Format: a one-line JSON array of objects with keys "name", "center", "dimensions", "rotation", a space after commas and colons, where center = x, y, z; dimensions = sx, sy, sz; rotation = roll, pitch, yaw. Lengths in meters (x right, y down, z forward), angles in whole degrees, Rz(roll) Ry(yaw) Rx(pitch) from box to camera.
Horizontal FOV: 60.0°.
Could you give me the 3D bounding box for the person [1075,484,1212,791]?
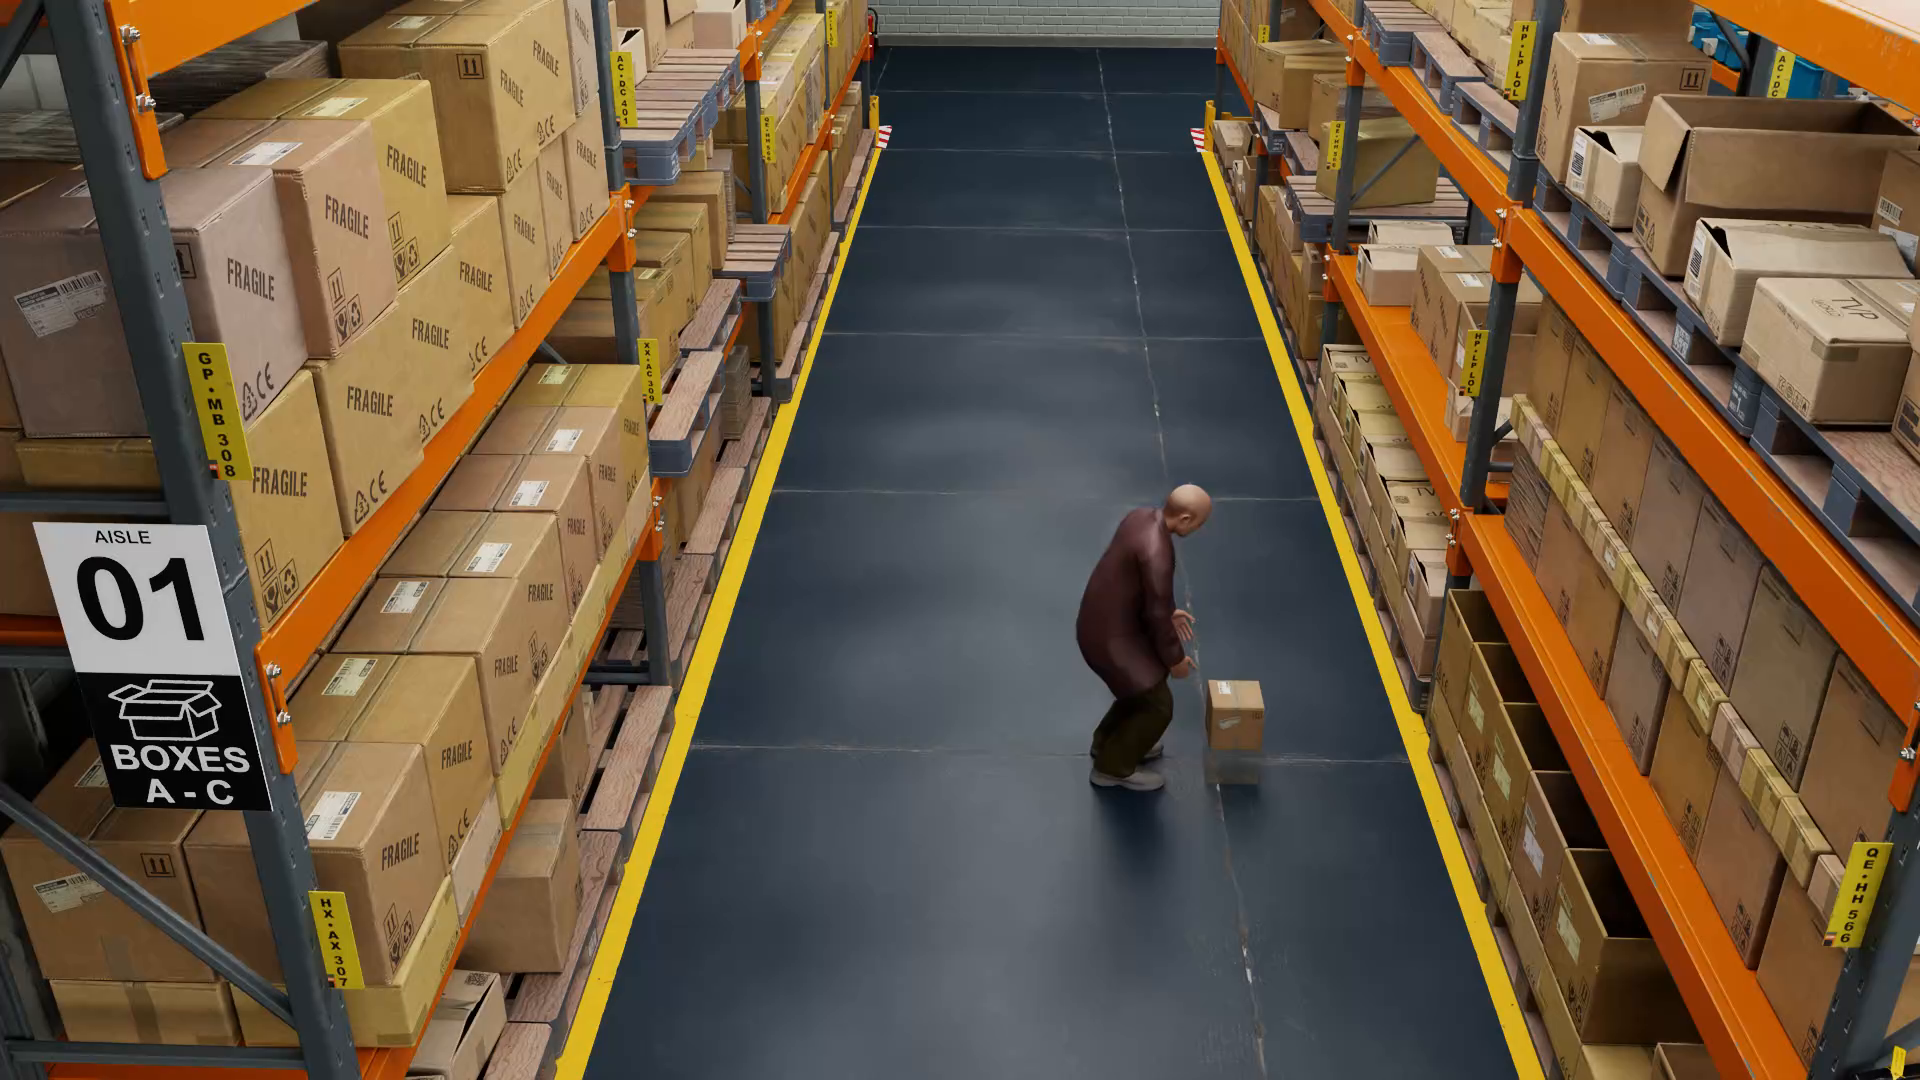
[{"name": "person", "center": [0.862, 0.441, 8.032], "dimensions": [0.612, 1.564, 0.625], "rotation": [1, 28, 2]}]
